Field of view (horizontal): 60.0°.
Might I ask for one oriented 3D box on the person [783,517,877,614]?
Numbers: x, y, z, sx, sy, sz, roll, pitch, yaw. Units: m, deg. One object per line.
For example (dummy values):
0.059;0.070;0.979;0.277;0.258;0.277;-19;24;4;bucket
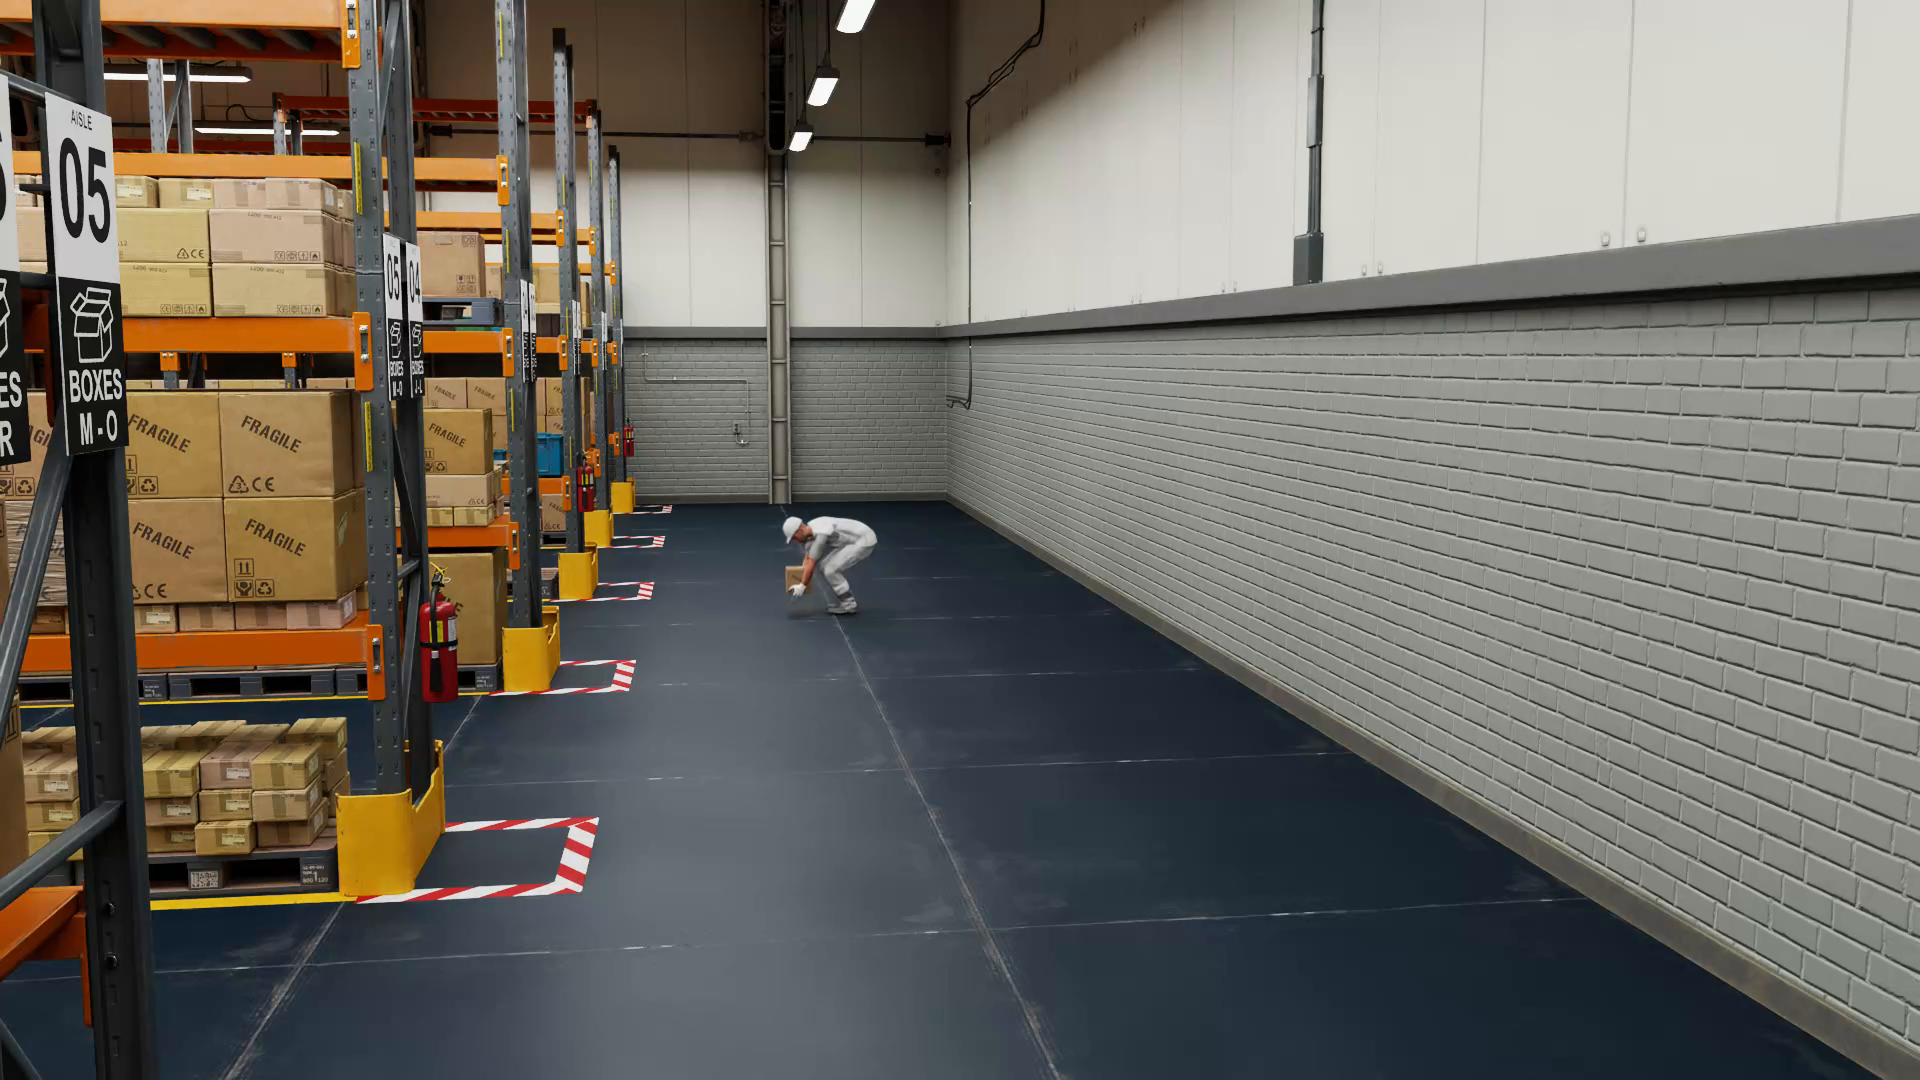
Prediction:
-1.322;0.251;16.948;0.956;0.990;0.521;-1;7;-11;person
